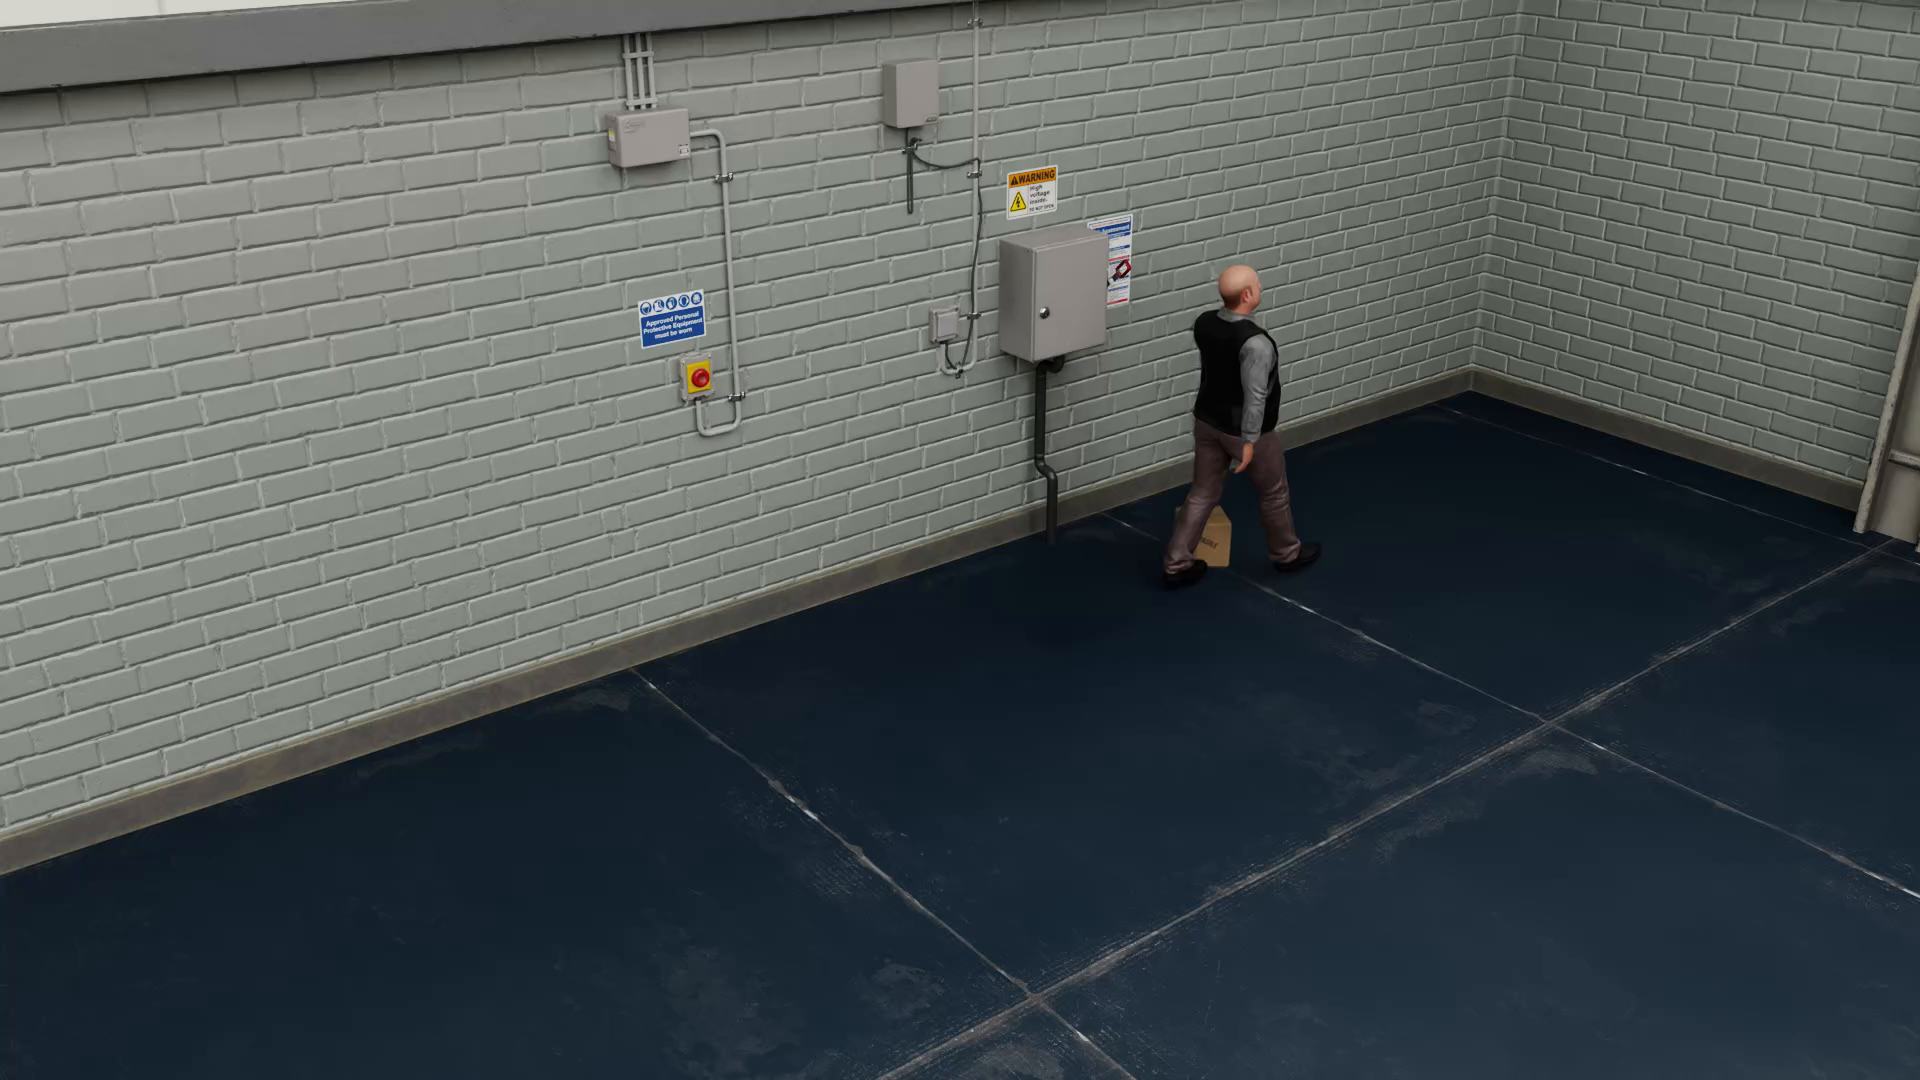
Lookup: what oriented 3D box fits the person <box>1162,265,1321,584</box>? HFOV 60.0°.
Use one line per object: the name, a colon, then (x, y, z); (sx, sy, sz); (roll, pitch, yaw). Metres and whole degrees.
person: (1.463, -0.603, 8.451); (0.923, 1.679, 0.542); (-18, 30, -35)
